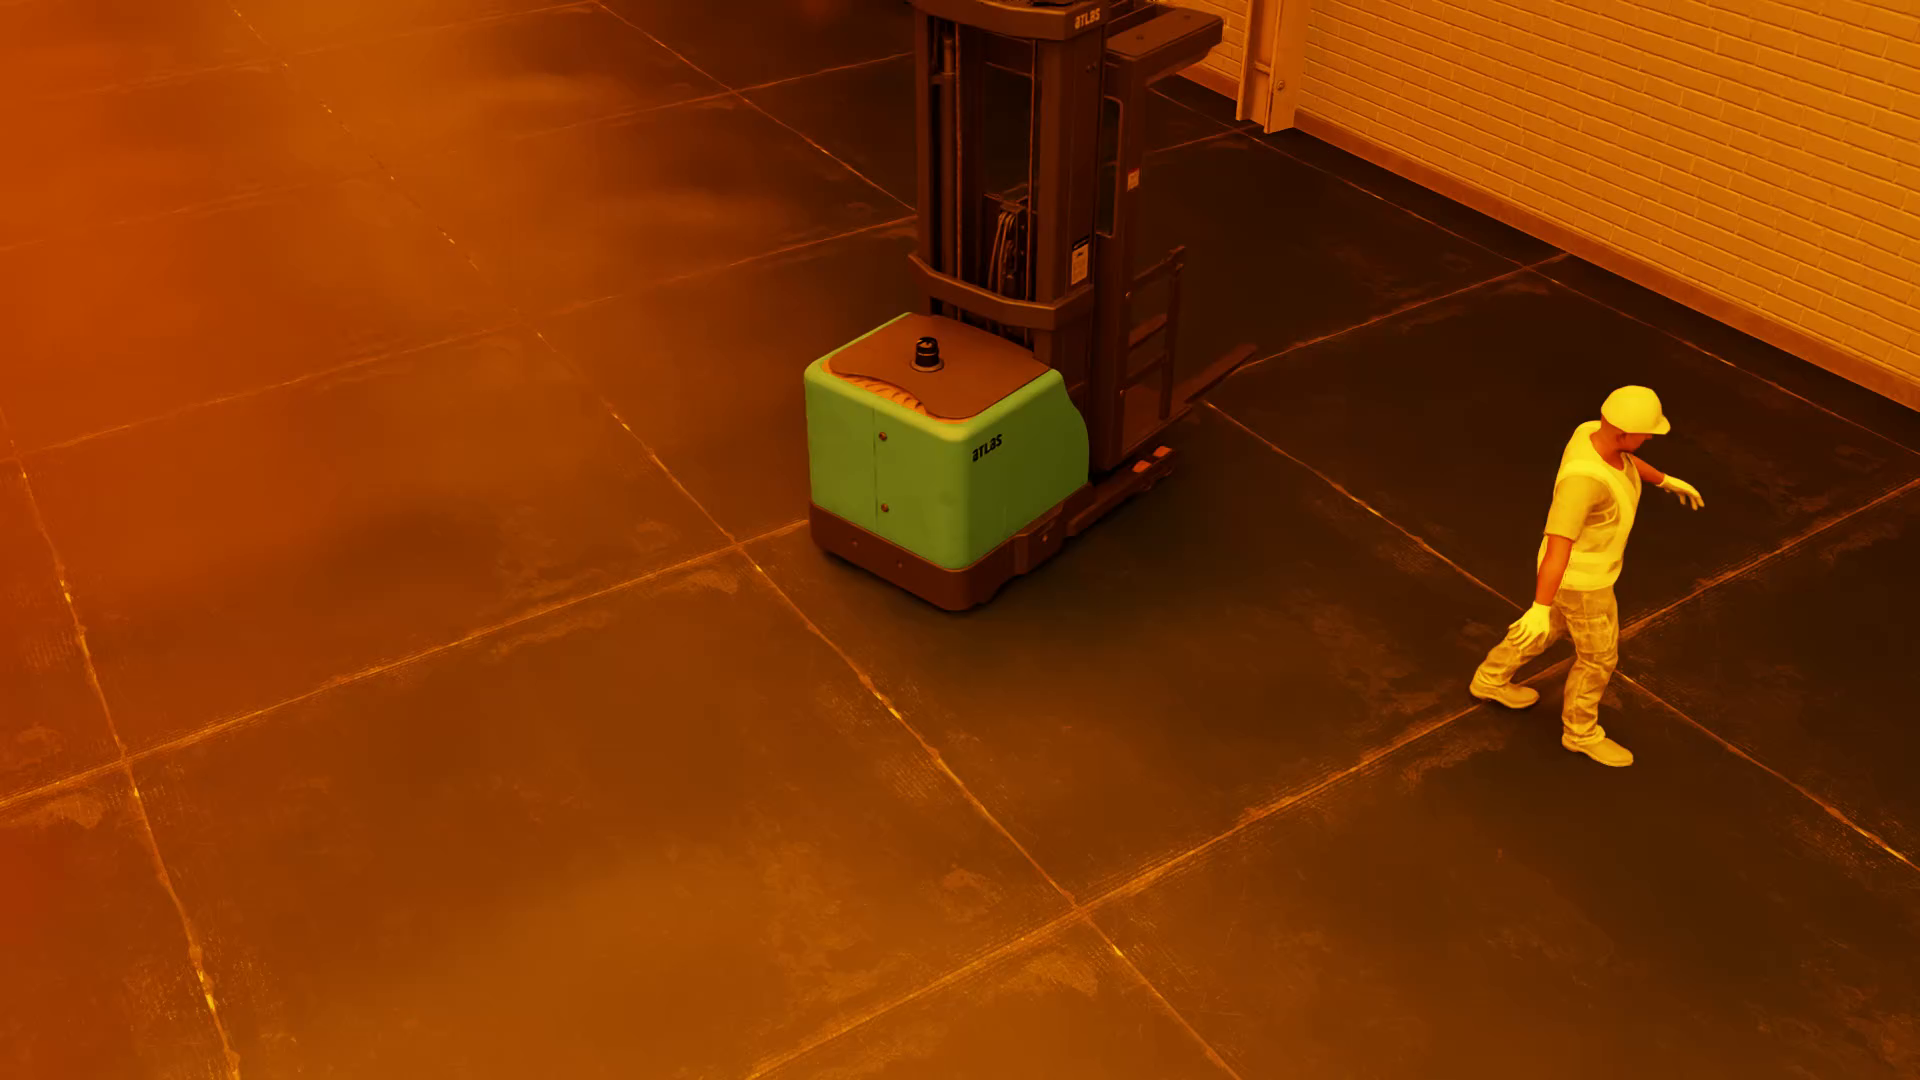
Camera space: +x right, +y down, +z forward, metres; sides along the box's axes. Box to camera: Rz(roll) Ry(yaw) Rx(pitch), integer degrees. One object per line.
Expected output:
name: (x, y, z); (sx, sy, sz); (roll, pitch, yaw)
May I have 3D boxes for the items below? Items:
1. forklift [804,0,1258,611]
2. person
forklift: (0.558, -1.631, 8.468); (1.130, 2.935, 3.031); (26, 42, 32)
person: (2.658, 0.146, 6.974); (0.768, 1.760, 1.014); (13, 37, 18)
